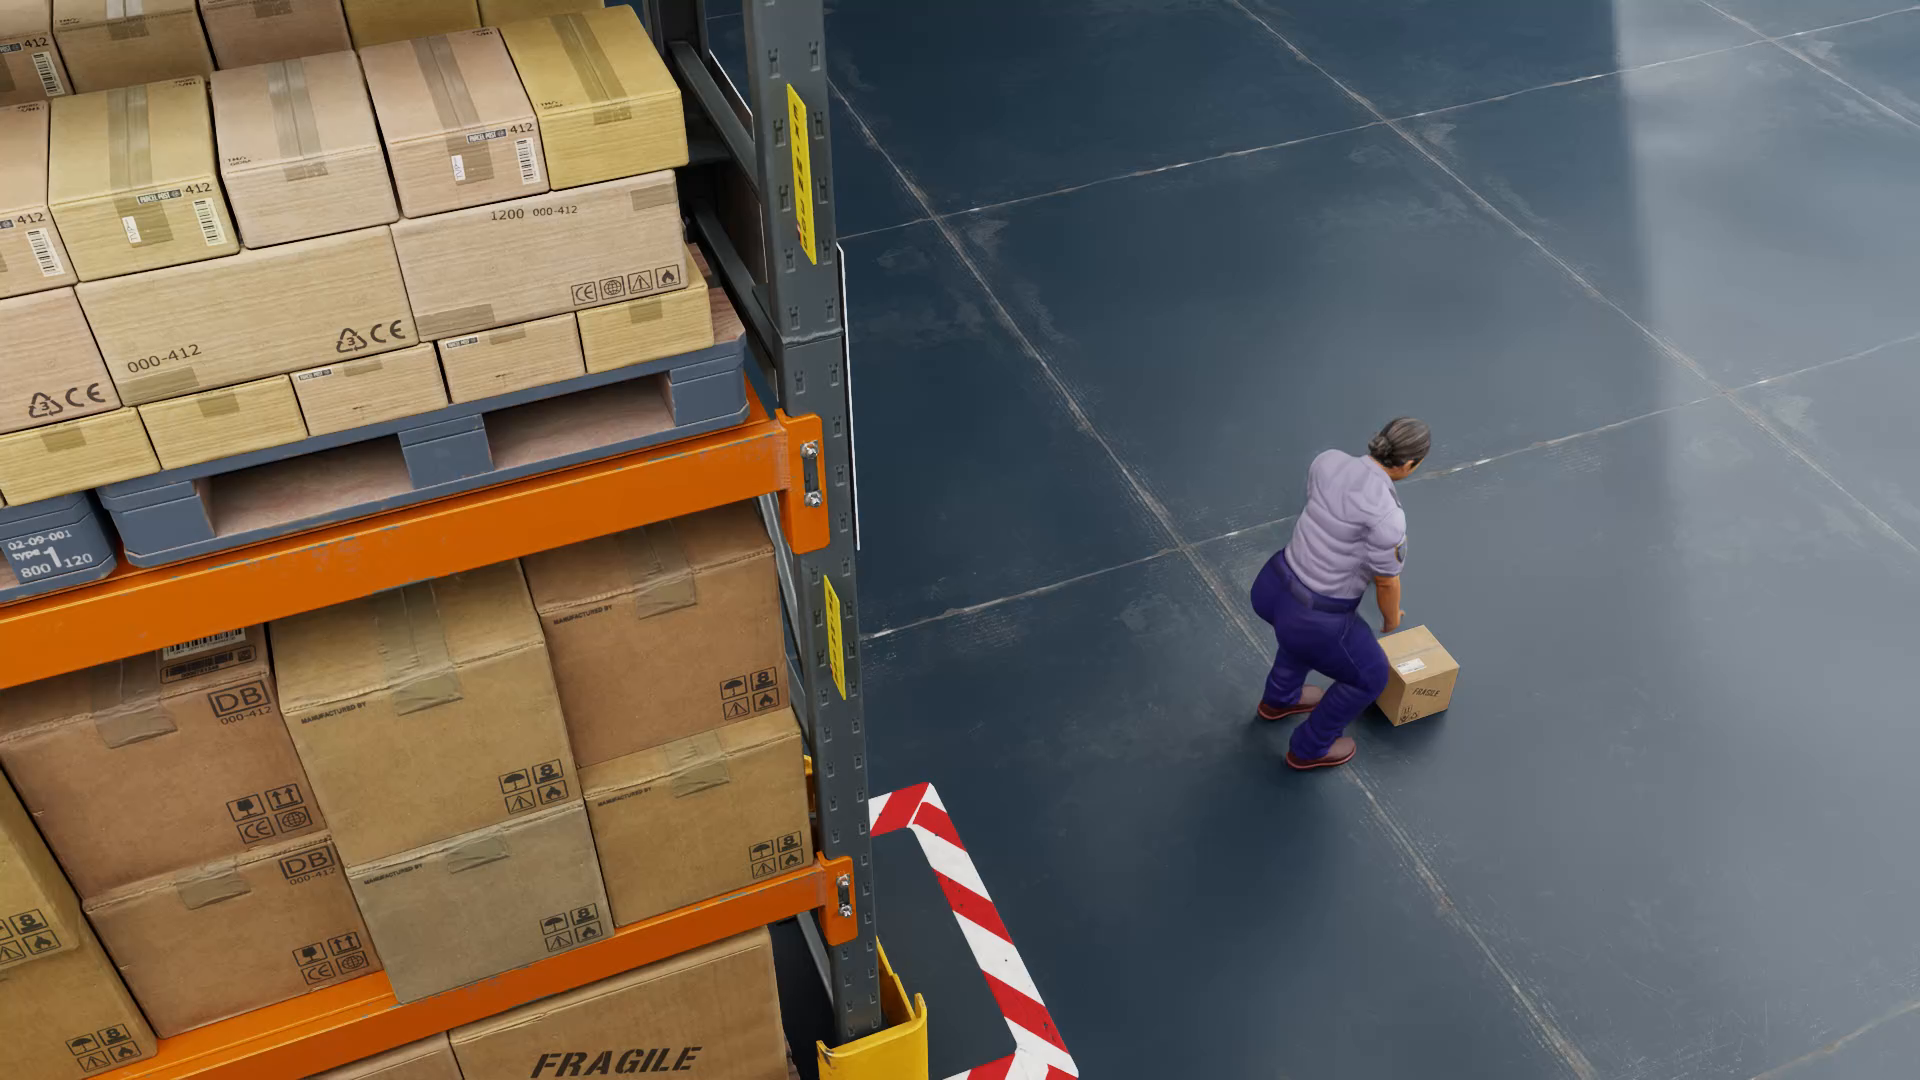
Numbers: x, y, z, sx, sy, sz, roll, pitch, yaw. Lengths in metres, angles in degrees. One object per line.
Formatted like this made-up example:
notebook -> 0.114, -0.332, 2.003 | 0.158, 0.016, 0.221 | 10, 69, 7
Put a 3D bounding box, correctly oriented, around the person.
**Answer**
person -> 1.353, 0.195, 6.098 | 0.573, 1.469, 0.521 | -15, 44, -16
